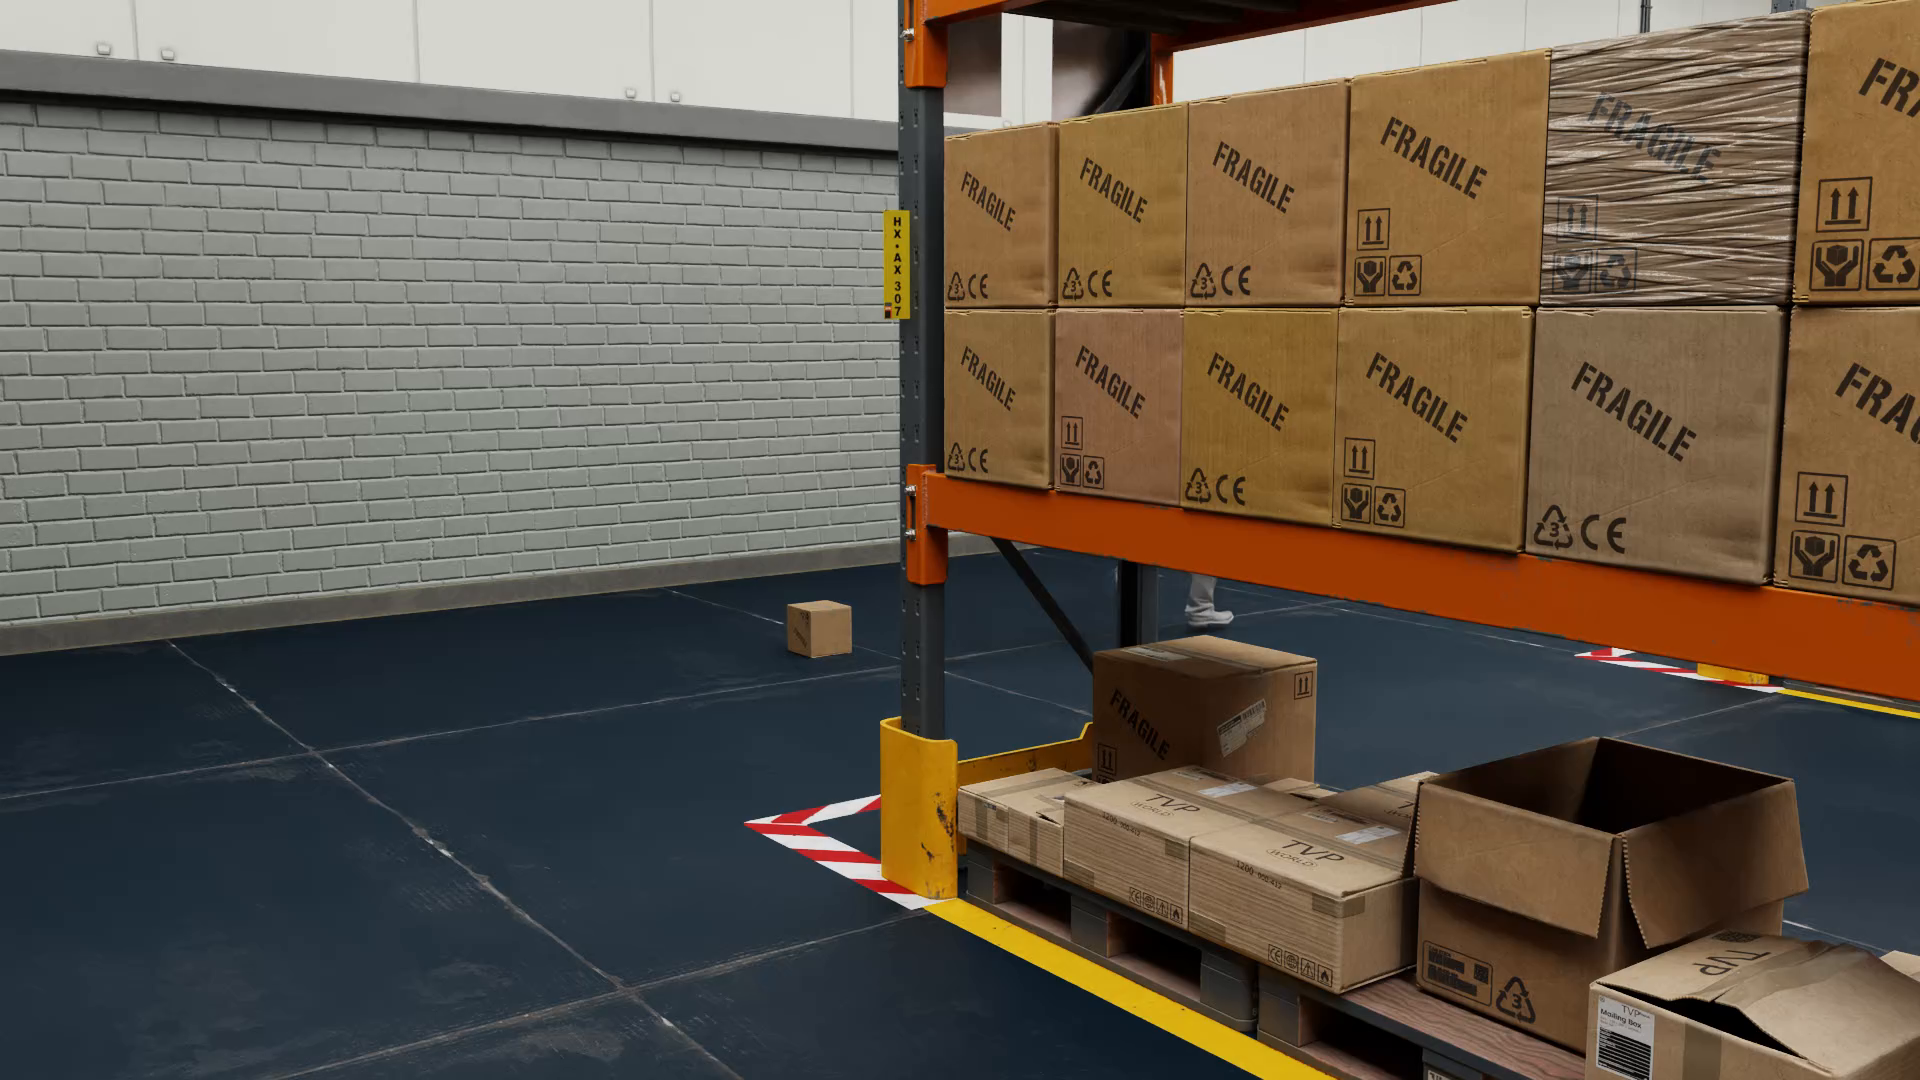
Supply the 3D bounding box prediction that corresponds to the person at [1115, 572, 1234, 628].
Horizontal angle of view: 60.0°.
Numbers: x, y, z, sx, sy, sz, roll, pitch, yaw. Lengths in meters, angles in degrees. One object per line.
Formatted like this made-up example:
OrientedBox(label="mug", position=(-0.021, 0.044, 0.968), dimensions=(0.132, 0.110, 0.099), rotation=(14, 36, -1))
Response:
OrientedBox(label="person", position=(1.230, -0.375, 9.319), dimensions=(0.707, 1.746, 0.576), rotation=(-5, 9, -34))
